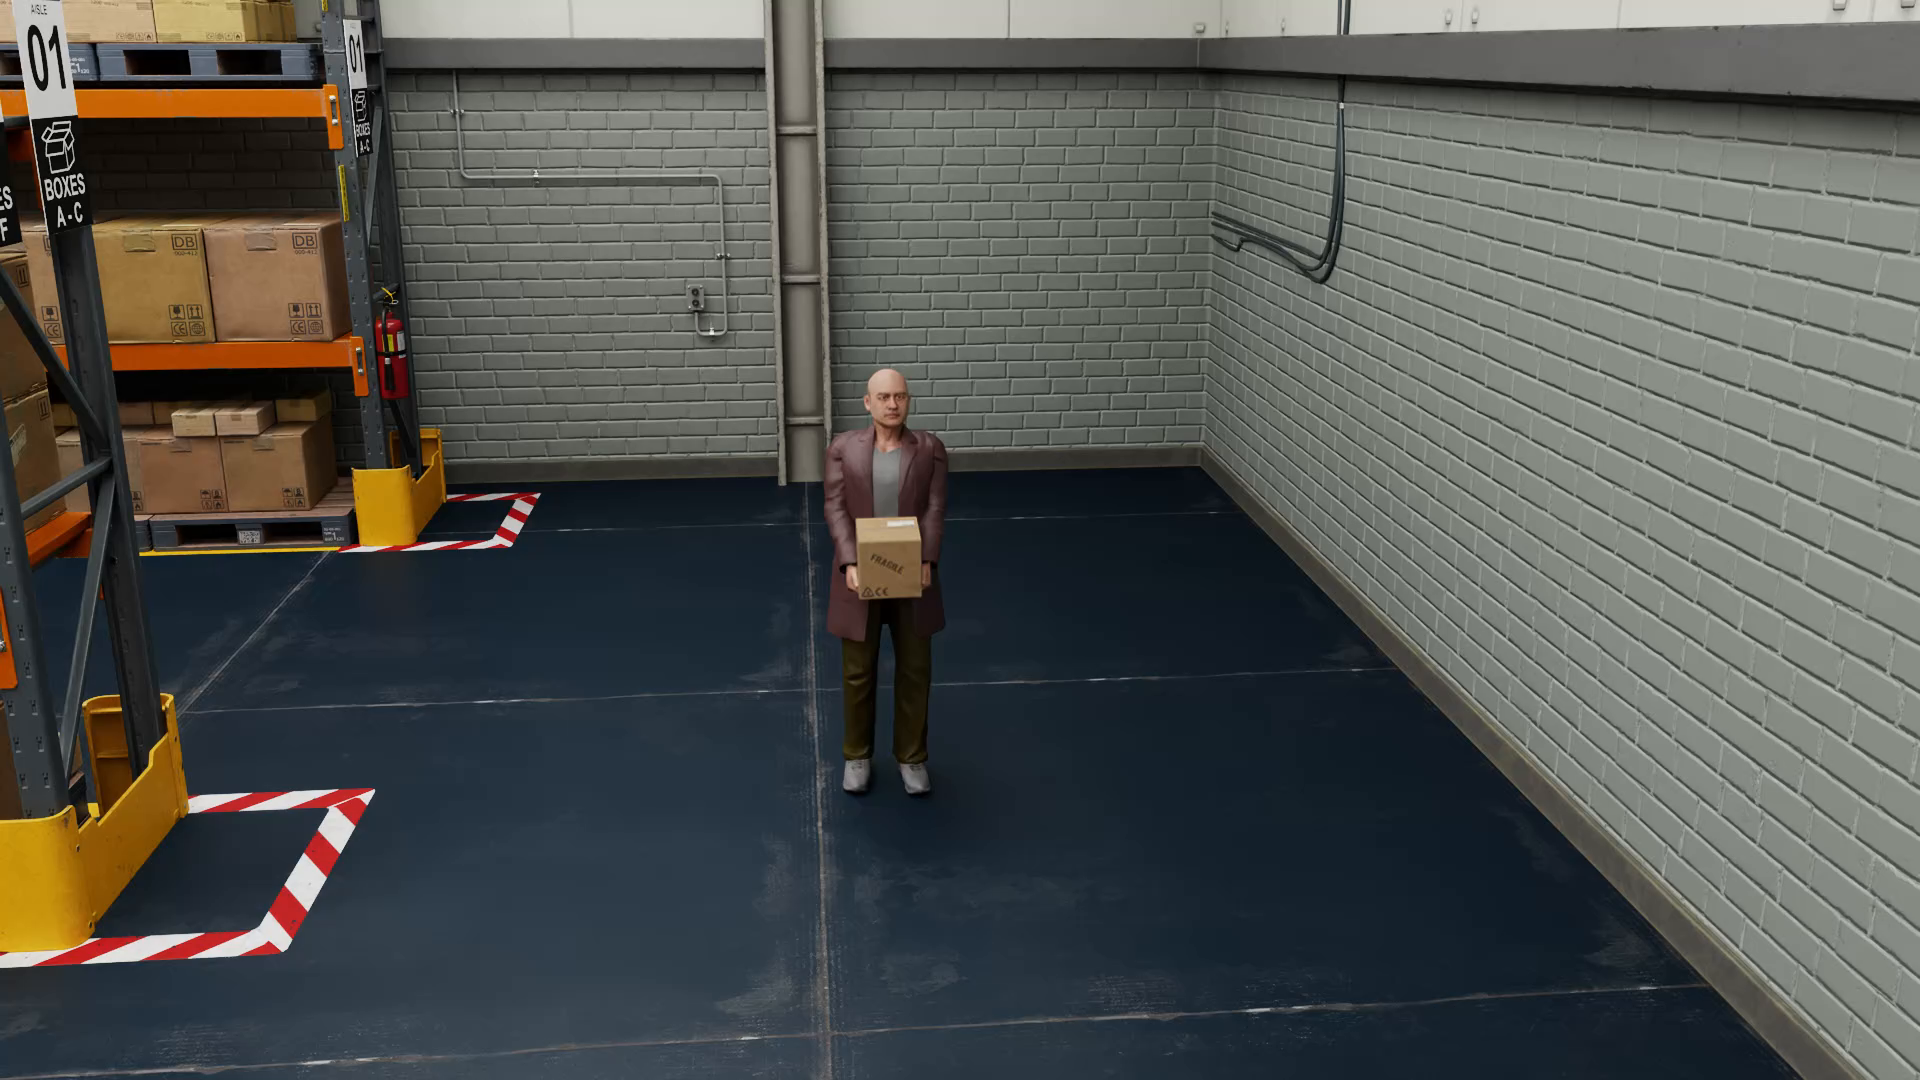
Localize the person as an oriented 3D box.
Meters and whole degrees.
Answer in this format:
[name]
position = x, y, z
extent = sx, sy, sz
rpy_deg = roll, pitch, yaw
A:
[person]
position = -0.296, 0.198, 6.905
extent = 0.530, 1.769, 0.558
rpy_deg = -2, 17, -6
